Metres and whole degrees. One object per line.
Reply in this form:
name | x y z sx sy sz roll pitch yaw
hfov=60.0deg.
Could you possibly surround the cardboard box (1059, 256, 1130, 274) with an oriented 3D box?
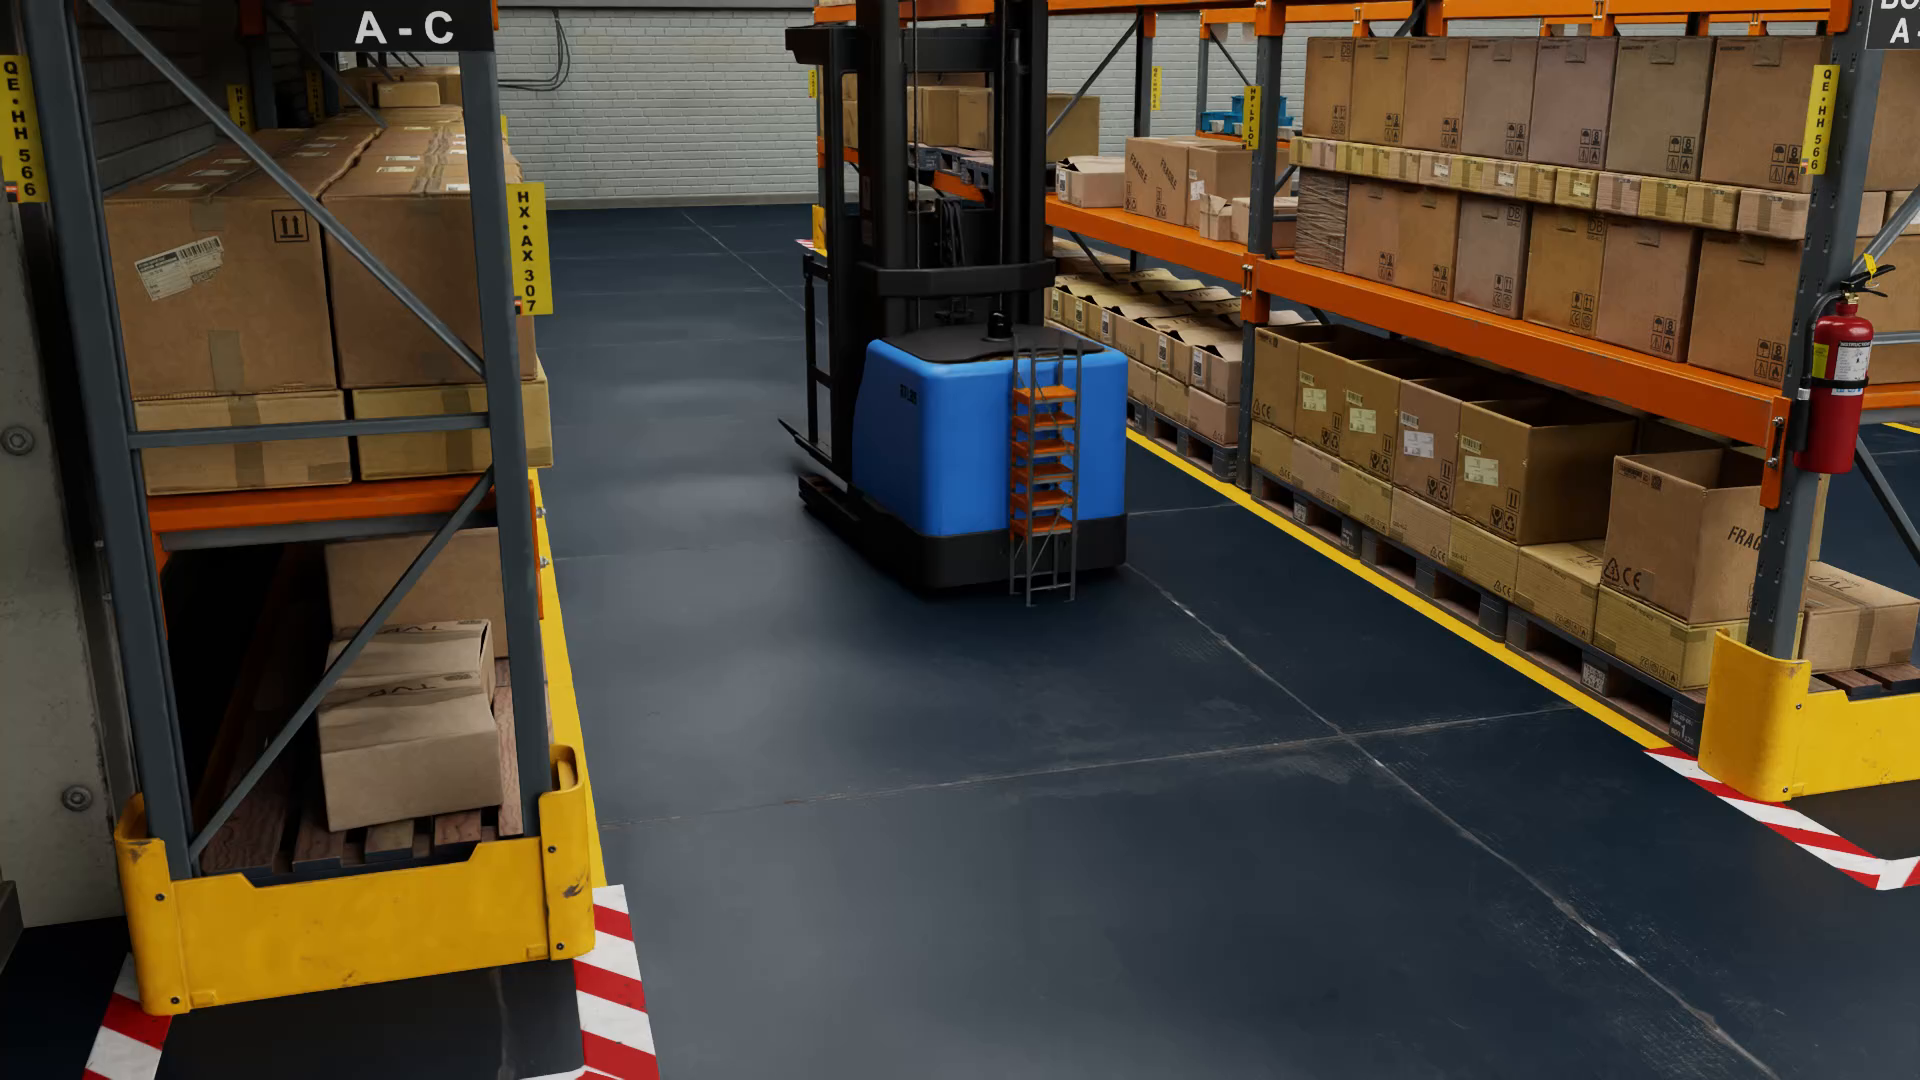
cardboard box | 1.116 -2.033 13.588 0.500 0.500 0.500 -4 17 -13

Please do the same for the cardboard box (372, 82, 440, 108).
cardboard box | -3.570 -2.867 10.717 0.380 0.149 0.250 -8 18 -24

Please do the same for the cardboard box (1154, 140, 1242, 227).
cardboard box | 1.587 -2.311 10.757 0.500 0.500 0.500 -5 17 -15

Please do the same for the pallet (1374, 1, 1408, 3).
pallet | 4.940 -5.505 16.680 1.213 0.211 1.003 -5 17 -15

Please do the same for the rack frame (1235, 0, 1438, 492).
rack frame | 2.065 -1.765 9.114 1.000 3.000 0.127 -5 17 -15

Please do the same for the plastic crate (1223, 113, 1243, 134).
plastic crate | 3.463 -5.147 20.559 0.416 0.233 0.300 -5 17 -15

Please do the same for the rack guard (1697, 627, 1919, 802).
rack guard | 3.171 0.545 5.768 1.175 0.500 0.348 -5 17 -15

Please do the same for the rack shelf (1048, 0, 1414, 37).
rack shelf | 1.516 -3.410 10.627 1.077 0.370 4.000 -5 17 -15

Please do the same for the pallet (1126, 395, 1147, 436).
pallet | 1.486 -0.968 11.308 1.003 0.211 1.213 -5 17 -15

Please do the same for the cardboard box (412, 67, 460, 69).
cardboard box | -4.390 -3.893 14.169 0.500 0.250 0.500 -4 17 -14

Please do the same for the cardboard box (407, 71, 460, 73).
cardboard box | -3.821 -3.332 12.302 0.500 0.250 0.500 -5 17 -16

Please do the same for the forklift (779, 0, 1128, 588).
forklift | -0.232 -1.570 8.585 1.130 2.935 3.031 -7 18 -21

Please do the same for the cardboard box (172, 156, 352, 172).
cardboard box | -2.206 -0.959 5.353 0.500 0.500 0.500 -5 17 -17

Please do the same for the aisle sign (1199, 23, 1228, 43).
aisle sign | 3.226 -6.716 21.078 0.394 0.787 0.004 -5 17 -15

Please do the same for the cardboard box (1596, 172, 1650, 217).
cardboard box | 2.666 -1.320 6.333 0.380 0.149 0.250 -4 17 -15

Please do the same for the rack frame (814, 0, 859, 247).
rack frame | -1.233 -5.084 20.164 1.000 3.000 0.127 -5 17 -15

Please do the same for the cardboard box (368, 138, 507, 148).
cardboard box | -1.999 -1.285 6.439 0.500 0.500 0.500 -5 17 -17

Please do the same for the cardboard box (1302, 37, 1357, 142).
cardboard box | 2.193 -2.312 8.506 0.700 0.500 0.500 -5 17 -15

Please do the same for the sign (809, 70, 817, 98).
sign | -1.754 -5.456 19.896 0.100 0.325 0.005 -5 17 -15

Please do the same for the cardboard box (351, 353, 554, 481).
cardboard box | -1.426 -0.364 4.675 0.500 0.250 0.500 -5 17 -17

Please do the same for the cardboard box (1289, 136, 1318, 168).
cardboard box | 1.953 -2.034 8.707 0.380 0.149 0.250 -5 17 -15

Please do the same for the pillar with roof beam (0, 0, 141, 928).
pillar with roof beam | 1.518 -3.605 4.810 9.100 9.000 0.400 -5 17 -15

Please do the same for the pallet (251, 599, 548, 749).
pallet | -2.139 0.484 6.473 1.003 0.211 1.213 -5 17 -15

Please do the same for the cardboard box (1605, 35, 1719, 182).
cardboard box | 2.884 -1.618 6.194 0.700 0.500 0.500 -5 17 -17

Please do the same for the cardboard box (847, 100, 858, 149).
cardboard box | -0.946 -4.569 18.274 0.500 0.500 0.500 -4 17 -15

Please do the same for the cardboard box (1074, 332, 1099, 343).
cardboard box | 1.115 -1.305 11.633 0.500 0.250 0.500 -5 17 -17

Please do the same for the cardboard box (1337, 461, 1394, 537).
cardboard box | 2.166 -0.220 8.018 0.500 0.250 0.500 -5 17 -15

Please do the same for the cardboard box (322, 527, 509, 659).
cardboard box | -2.011 0.158 6.294 0.700 0.500 0.500 -6 18 -19

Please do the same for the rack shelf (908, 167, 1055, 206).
rack shelf | 0.416 -3.080 14.742 1.077 0.370 4.000 -5 17 -15

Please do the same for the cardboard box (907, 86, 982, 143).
cardboard box | -0.218 -4.078 15.910 0.700 0.500 0.500 -12 20 -34

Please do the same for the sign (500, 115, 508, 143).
sign | -2.177 -1.832 7.832 0.100 0.325 0.005 -5 17 -15

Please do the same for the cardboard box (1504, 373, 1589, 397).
cardboard box | 2.821 -0.483 7.592 0.500 0.500 0.500 -5 17 -15

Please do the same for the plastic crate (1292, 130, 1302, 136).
plastic crate | 4.064 -4.554 18.772 0.437 0.125 0.590 -5 17 -15

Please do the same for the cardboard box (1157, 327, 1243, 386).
cardboard box | 1.529 -1.151 10.143 0.500 0.311 0.500 -4 17 -14

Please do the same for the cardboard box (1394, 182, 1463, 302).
cardboard box | 2.479 -1.406 7.745 0.700 0.500 0.500 -4 17 -14

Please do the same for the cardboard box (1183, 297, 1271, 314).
cardboard box | 1.767 -1.477 11.229 0.500 0.311 0.500 -4 17 -14

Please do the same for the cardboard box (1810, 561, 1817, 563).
cardboard box | 3.090 0.153 6.777 0.500 0.250 0.500 -5 17 -15

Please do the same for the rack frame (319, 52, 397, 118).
rack frame | -3.796 -2.479 11.490 1.000 3.000 0.127 -5 17 -15

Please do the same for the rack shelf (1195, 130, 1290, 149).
rack shelf | 4.081 -4.577 19.726 1.077 0.370 4.000 -5 17 -15

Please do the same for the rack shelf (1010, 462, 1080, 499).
rack shelf | 0.376 -0.266 7.401 0.258 0.103 0.180 -7 19 -22

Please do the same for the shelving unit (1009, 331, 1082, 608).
shelving unit | 0.376 -0.309 7.388 0.258 1.200 0.189 -7 19 -22

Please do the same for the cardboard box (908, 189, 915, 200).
cardboard box | -0.846 -3.967 20.024 0.500 0.500 0.500 -5 17 -15

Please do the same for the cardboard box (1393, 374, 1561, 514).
cardboard box | 2.306 -0.441 7.451 0.500 0.500 0.500 -5 17 -15

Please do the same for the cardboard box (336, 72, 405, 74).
cardboard box | -4.309 -3.286 12.149 0.500 0.250 0.500 -5 18 -17

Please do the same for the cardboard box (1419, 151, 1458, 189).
cardboard box | 2.311 -1.678 7.522 0.380 0.149 0.250 -5 17 -17

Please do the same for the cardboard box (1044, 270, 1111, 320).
cardboard box | 0.827 -1.856 12.492 0.500 0.311 0.500 -4 17 -13

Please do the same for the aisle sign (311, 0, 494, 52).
aisle sign | -1.289 -1.515 3.762 0.394 0.787 0.004 -5 17 -15

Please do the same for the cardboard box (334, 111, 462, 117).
cardboard box | -3.293 -2.265 9.840 0.700 0.500 0.500 -5 17 -15
